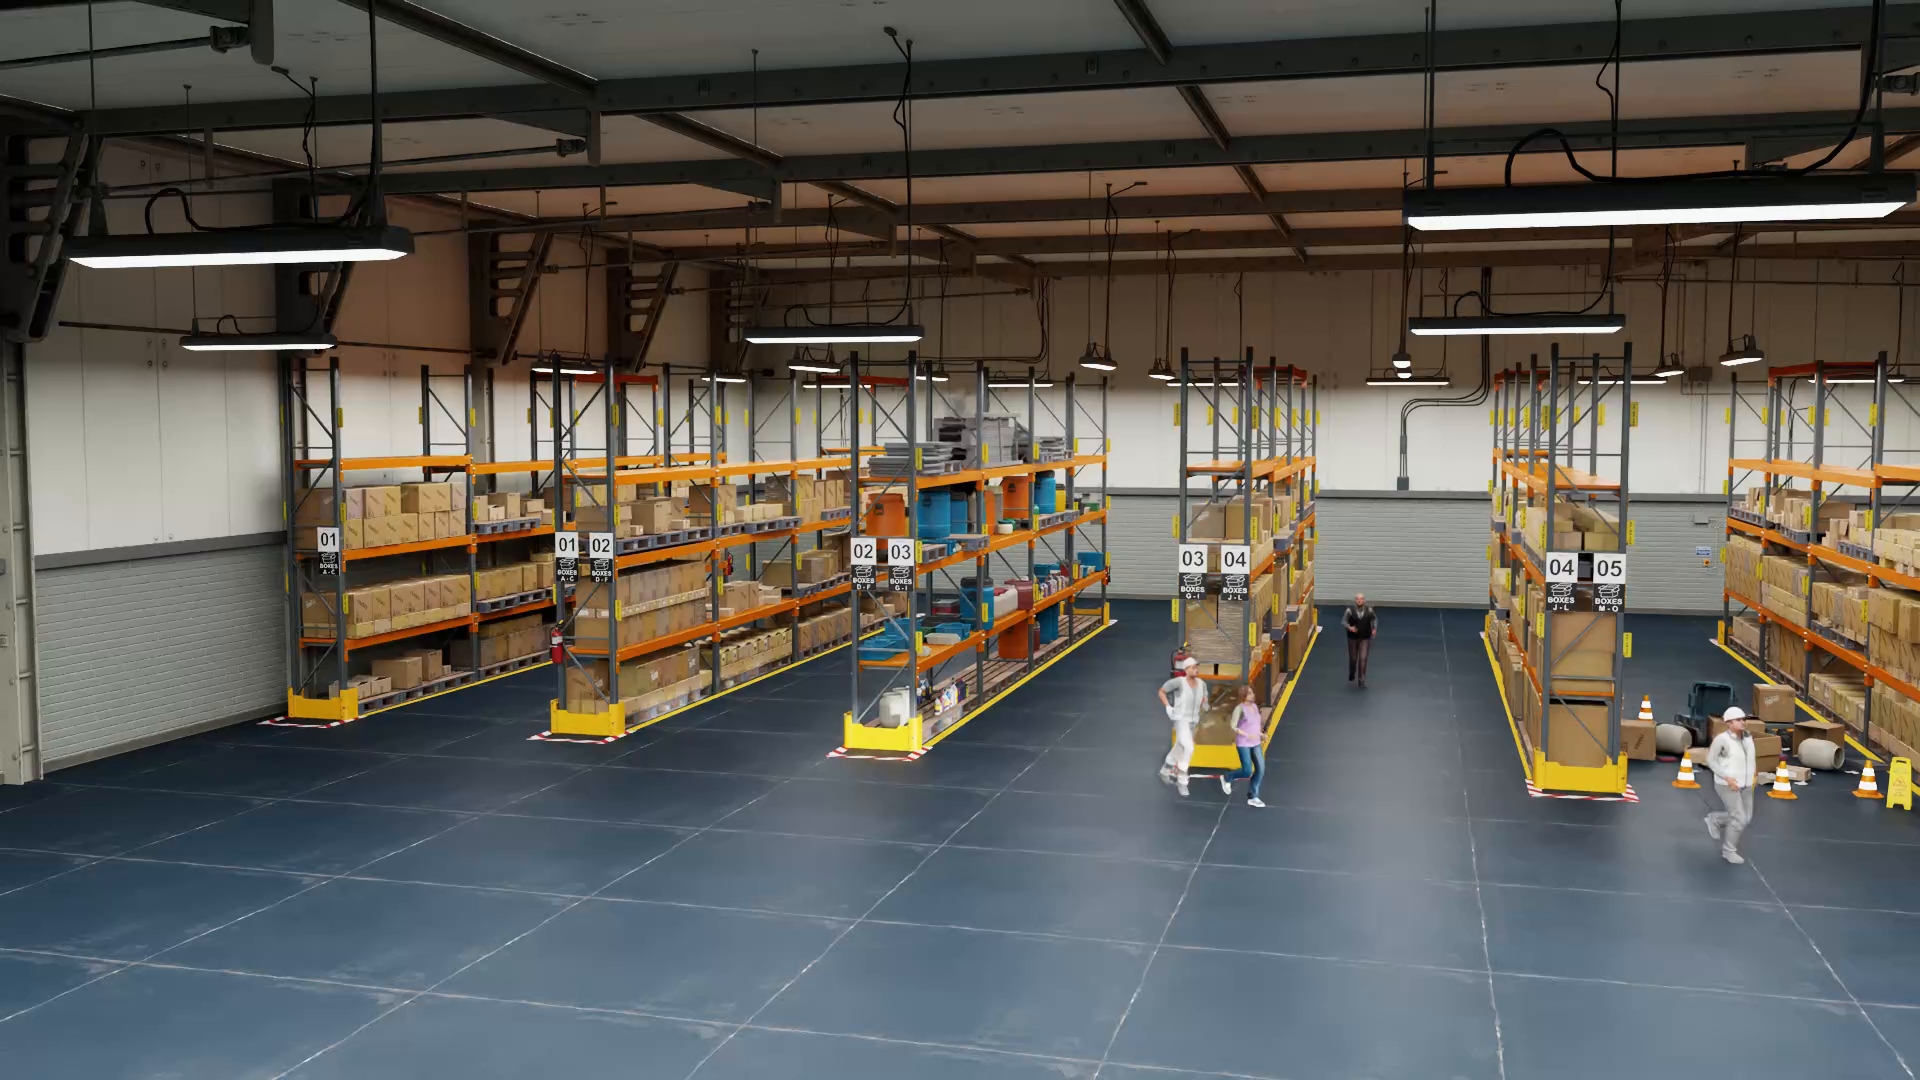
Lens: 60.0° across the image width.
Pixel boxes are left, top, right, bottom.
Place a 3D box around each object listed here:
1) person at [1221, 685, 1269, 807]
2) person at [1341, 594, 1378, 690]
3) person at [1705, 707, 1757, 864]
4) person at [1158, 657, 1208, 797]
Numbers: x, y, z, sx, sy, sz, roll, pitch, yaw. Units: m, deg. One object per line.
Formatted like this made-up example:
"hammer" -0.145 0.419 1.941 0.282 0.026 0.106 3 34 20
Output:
"person" 3.698 2.644 21.528 0.544 1.551 0.667 -3 5 -39
"person" 7.447 1.865 31.021 0.681 1.742 0.847 1 4 10
"person" 8.733 2.753 18.924 0.651 1.756 0.651 -2 5 -21
"person" 3.013 2.478 22.371 0.645 1.839 0.714 -3 5 -35
